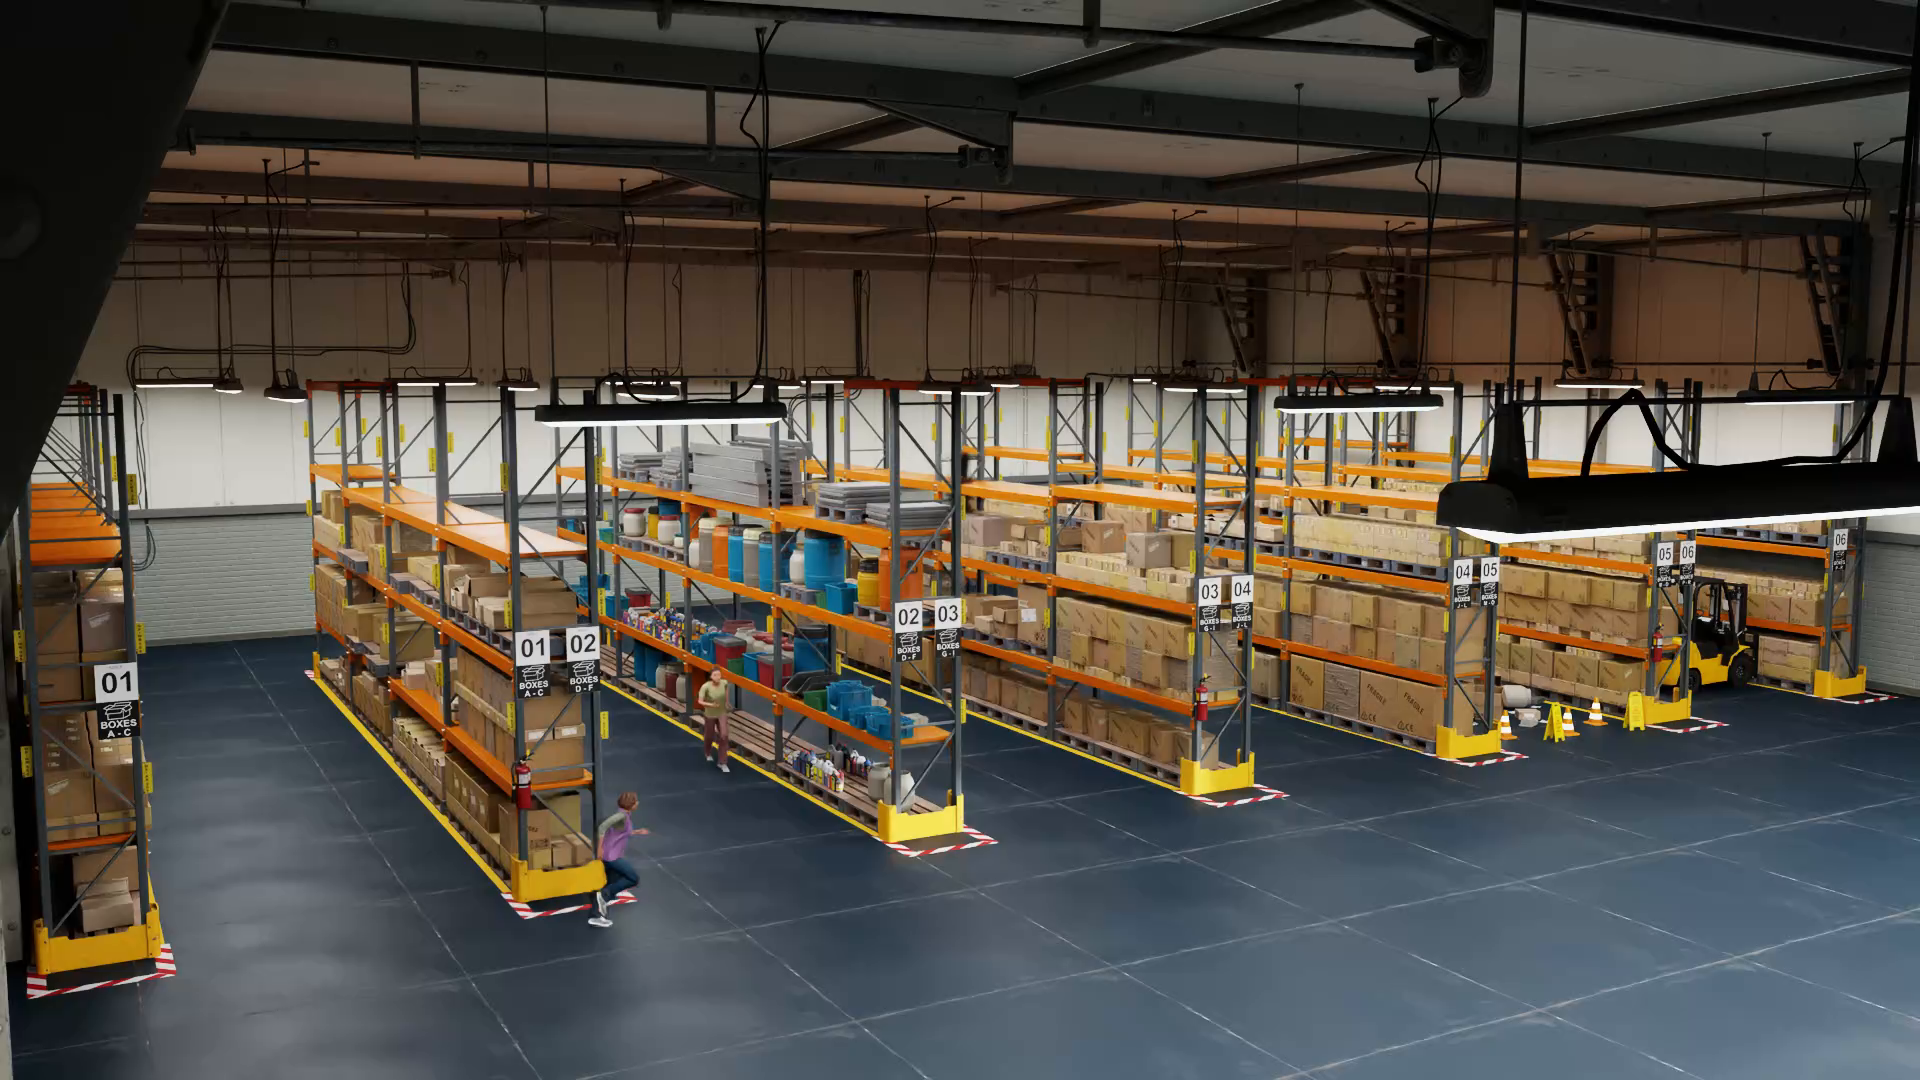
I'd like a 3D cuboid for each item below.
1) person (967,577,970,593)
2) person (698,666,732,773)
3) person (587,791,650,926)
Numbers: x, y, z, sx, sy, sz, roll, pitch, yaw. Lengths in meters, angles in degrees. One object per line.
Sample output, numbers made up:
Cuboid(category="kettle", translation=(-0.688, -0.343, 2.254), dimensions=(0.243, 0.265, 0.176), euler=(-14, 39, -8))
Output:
Cuboid(category="person", translation=(0.072, 1.118, 41.864), dimensions=(0.658, 1.666, 0.657), euler=(-4, 7, -33))
Cuboid(category="person", translation=(-3.843, 2.754, 26.002), dimensions=(0.574, 1.643, 0.939), euler=(-2, 6, -20))
Cuboid(category="person", translation=(-3.847, 3.587, 18.714), dimensions=(0.723, 1.525, 0.543), euler=(-1, 6, -10))
